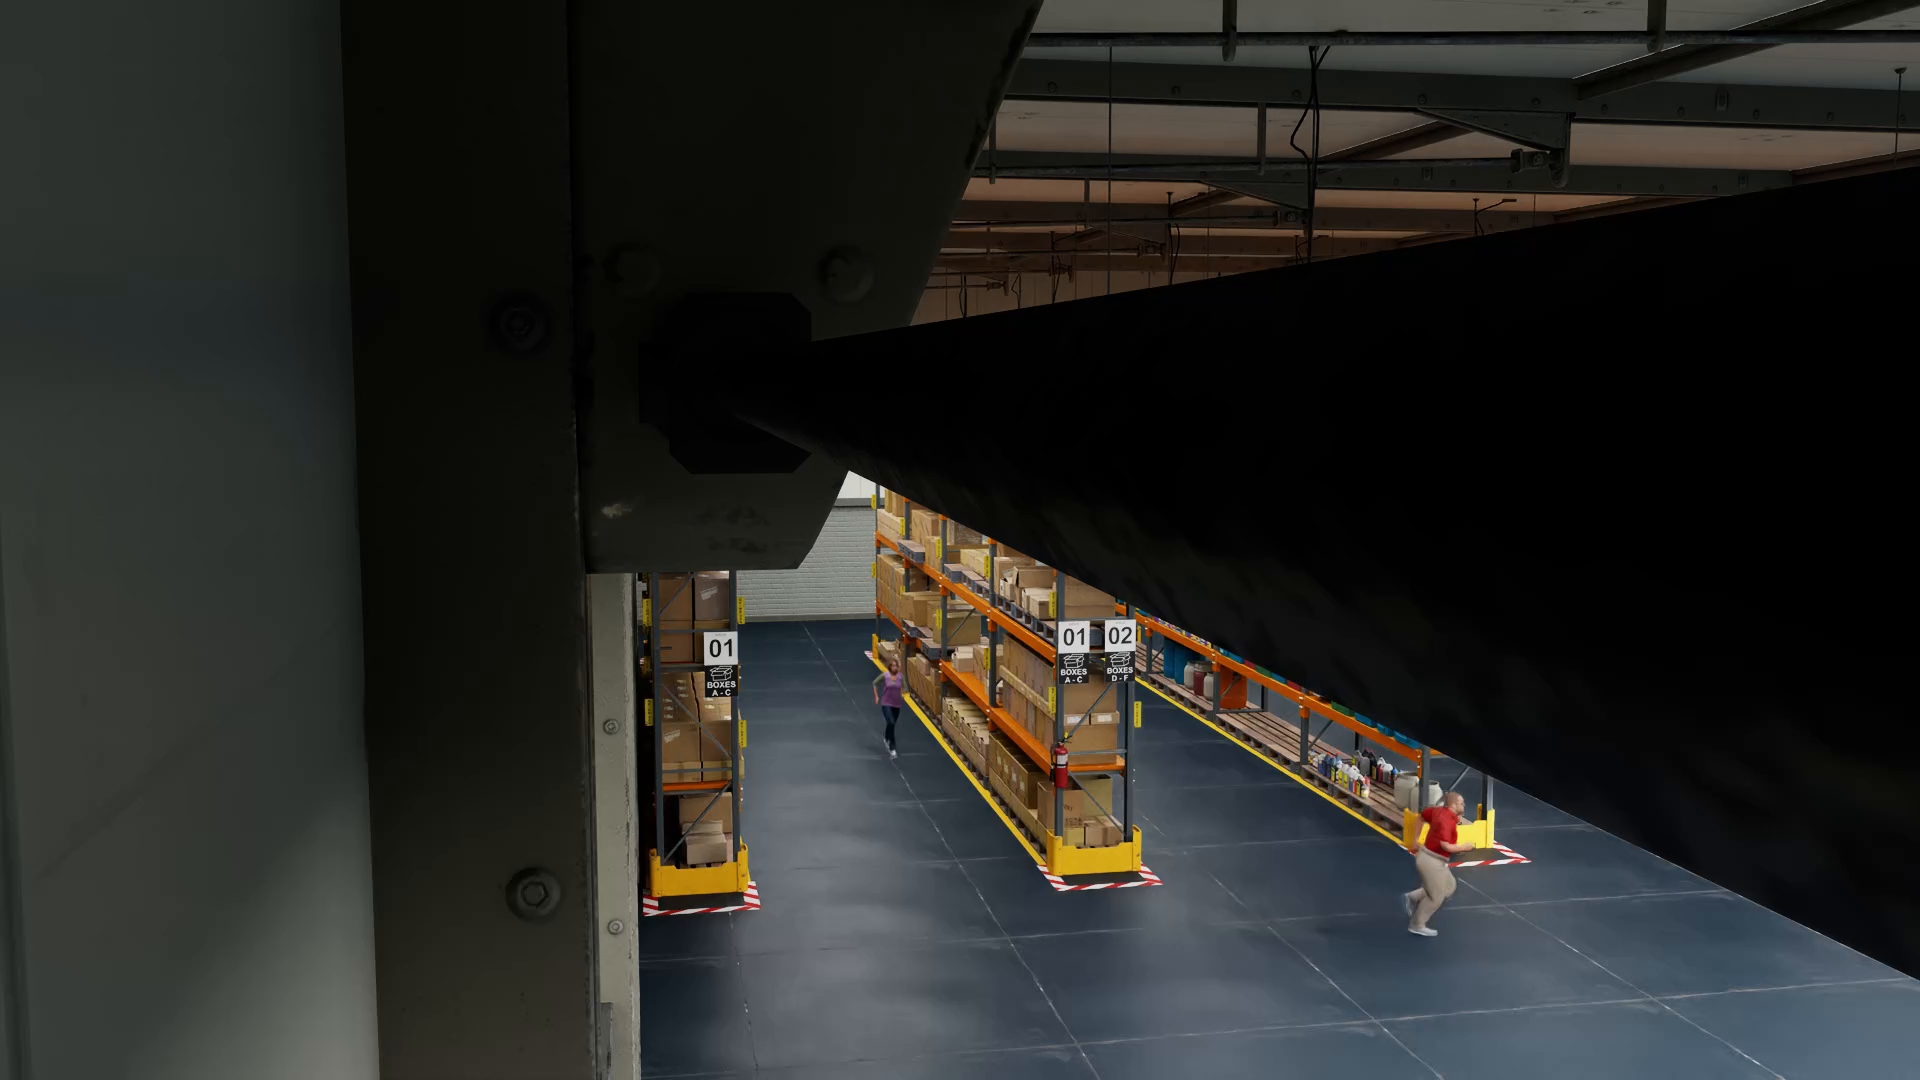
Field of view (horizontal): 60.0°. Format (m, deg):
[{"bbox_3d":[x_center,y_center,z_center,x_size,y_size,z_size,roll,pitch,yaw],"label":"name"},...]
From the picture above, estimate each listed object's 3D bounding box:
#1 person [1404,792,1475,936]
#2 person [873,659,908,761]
[{"bbox_3d":[5.354,3.620,18.565,0.739,1.650,0.653,1,6,11],"label":"person"},{"bbox_3d":[-1.136,2.735,27.253,0.527,1.626,0.838,-2,6,-21],"label":"person"}]
